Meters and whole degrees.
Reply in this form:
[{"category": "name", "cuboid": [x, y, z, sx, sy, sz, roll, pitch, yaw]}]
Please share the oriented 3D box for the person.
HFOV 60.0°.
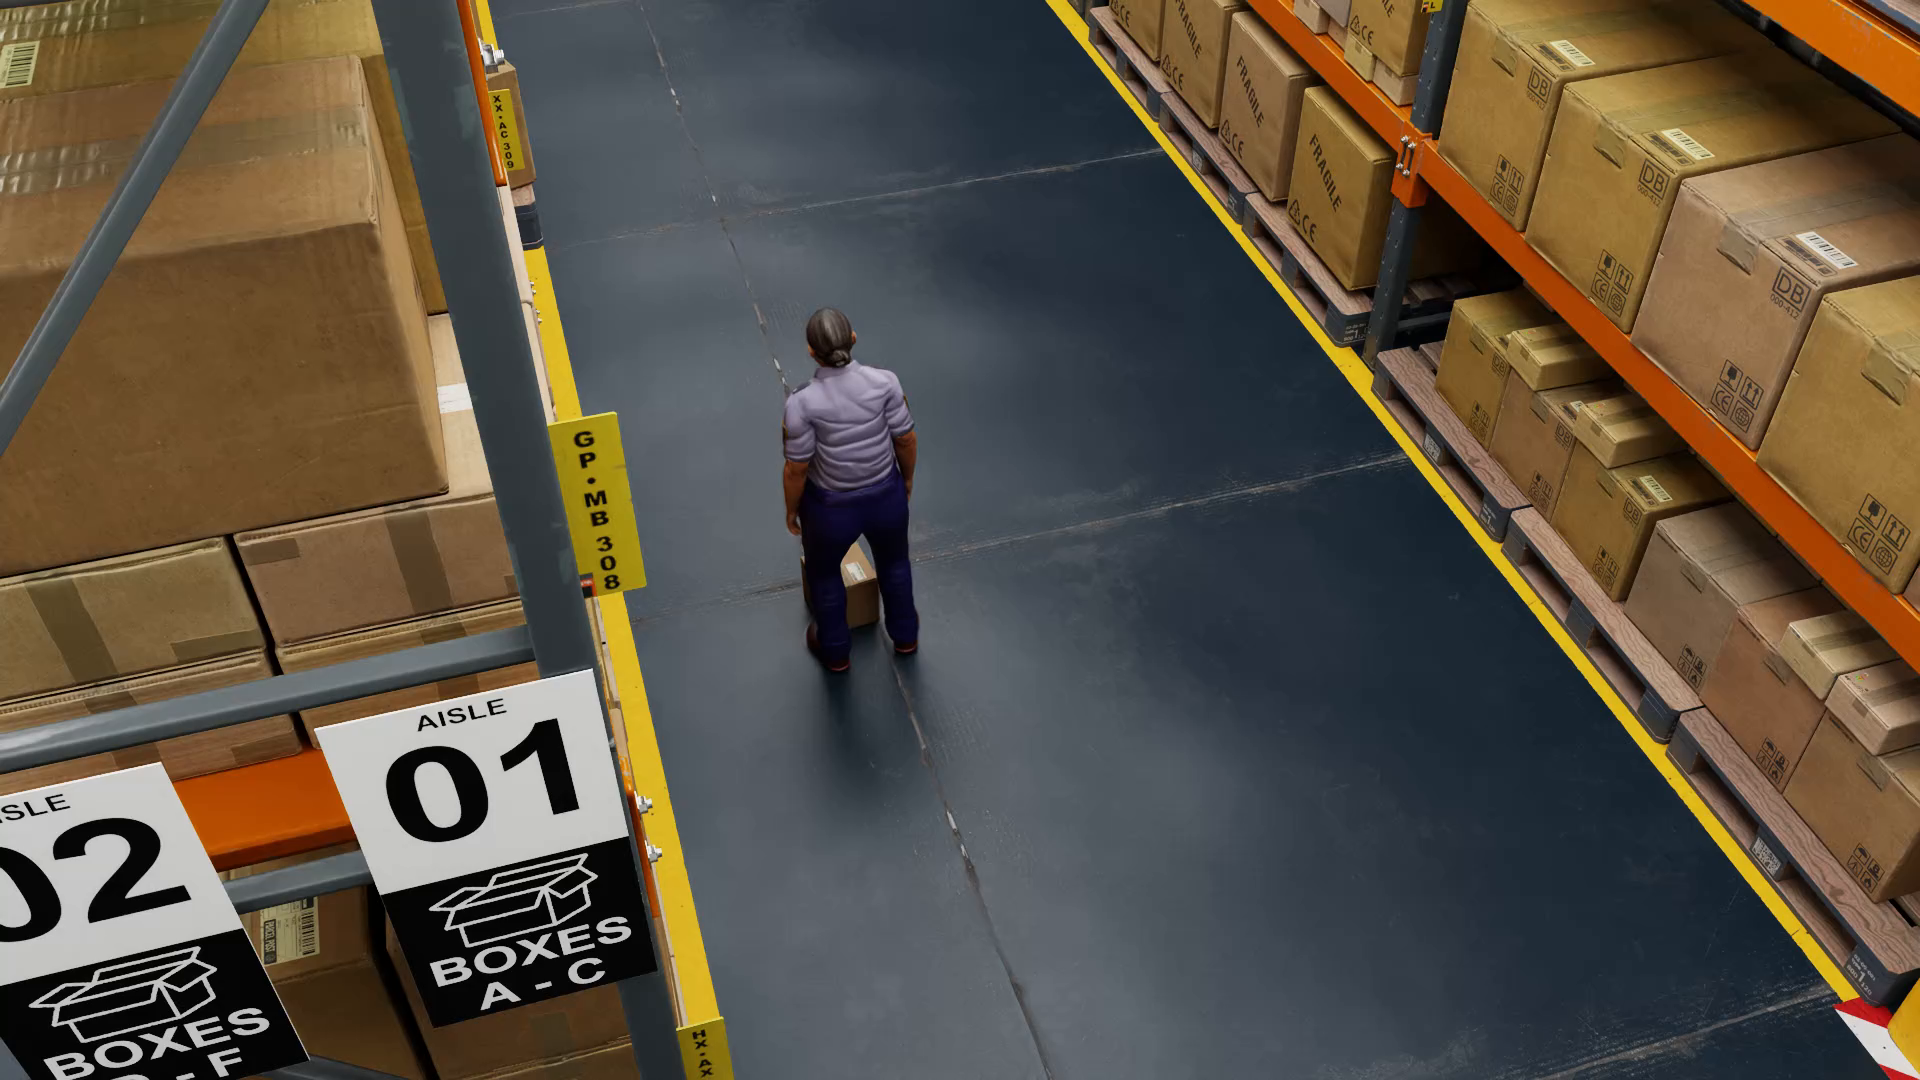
[{"category": "person", "cuboid": [-0.404, -0.161, 6.342, 0.557, 1.650, 0.372, -15, 44, -15]}]
